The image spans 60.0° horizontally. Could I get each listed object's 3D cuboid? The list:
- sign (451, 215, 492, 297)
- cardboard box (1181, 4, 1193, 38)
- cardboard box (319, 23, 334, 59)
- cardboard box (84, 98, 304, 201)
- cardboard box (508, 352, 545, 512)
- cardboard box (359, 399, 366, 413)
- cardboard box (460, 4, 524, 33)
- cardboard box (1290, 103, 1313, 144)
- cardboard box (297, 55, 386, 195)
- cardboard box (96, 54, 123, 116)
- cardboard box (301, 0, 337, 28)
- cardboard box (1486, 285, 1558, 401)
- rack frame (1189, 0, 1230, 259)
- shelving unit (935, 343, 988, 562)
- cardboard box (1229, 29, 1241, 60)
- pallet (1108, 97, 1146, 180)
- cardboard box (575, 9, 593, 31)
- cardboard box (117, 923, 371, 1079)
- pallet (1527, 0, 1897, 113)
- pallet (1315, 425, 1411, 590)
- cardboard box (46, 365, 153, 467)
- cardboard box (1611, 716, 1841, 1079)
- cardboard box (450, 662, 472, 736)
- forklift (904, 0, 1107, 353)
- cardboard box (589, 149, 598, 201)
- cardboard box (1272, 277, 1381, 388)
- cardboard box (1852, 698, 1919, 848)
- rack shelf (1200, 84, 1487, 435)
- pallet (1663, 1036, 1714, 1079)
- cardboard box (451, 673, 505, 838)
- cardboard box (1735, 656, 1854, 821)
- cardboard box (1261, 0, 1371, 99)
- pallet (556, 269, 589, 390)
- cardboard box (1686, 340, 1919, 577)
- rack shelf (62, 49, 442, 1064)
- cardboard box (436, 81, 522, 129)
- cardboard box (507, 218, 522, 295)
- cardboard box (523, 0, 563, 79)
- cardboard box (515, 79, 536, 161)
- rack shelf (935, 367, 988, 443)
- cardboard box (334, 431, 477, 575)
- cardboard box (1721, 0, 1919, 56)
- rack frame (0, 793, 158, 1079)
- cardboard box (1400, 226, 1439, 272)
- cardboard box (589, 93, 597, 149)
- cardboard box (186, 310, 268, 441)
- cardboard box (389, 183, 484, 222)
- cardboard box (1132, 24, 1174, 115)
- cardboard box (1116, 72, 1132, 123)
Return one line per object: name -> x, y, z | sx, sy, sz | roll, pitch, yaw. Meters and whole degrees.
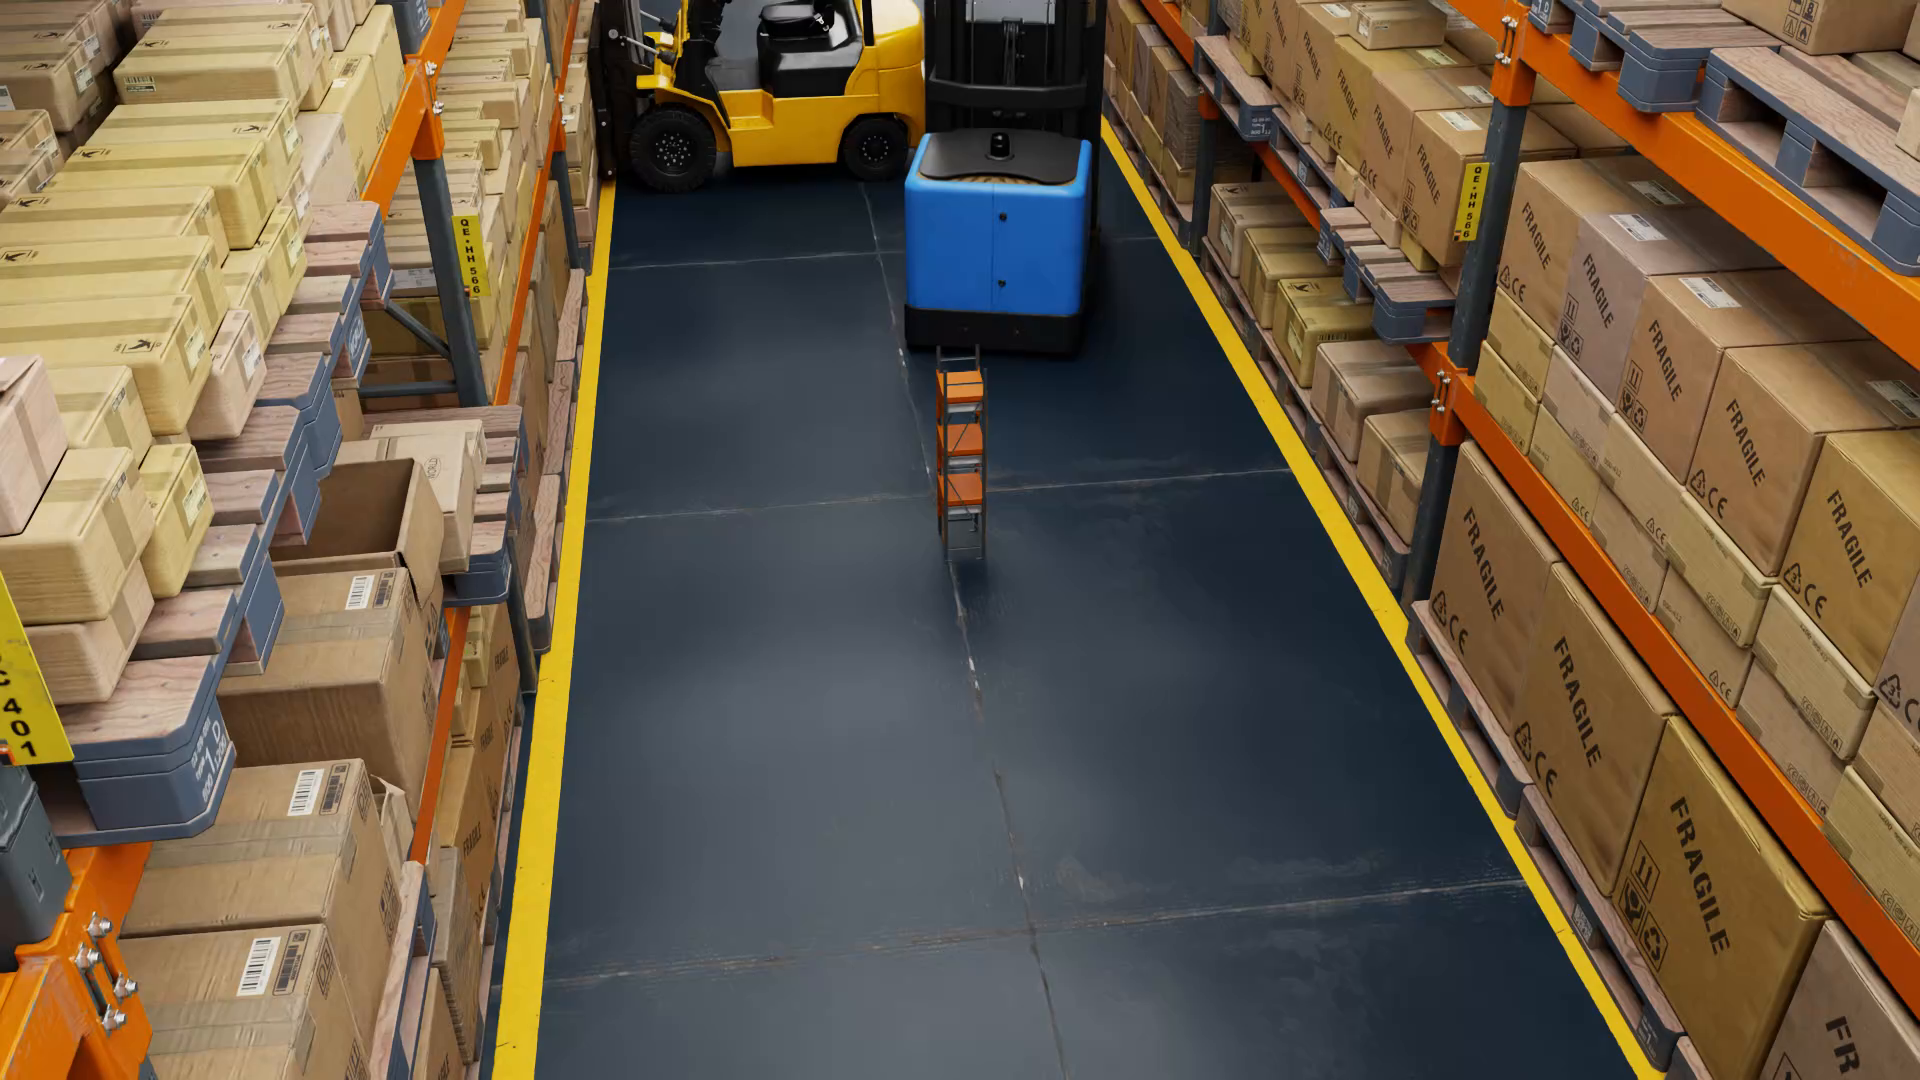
sign -> -1.816, -1.052, 6.172 | 0.100, 0.325, 0.005 | -4, 35, -6
cardboard box -> 1.642, -3.361, 10.742 | 0.380, 0.149, 0.250 | -4, 34, -5
cardboard box -> -2.040, -1.428, 4.797 | 0.380, 0.149, 0.250 | -4, 34, -5
cardboard box -> -1.685, -0.856, 3.676 | 0.380, 0.149, 0.250 | -4, 34, -6
cardboard box -> -2.518, -0.465, 8.005 | 0.875, 0.625, 0.625 | -3, 34, -5
cardboard box -> -2.666, -0.729, 6.790 | 0.500, 0.250, 0.500 | -5, 35, -7
cardboard box -> -2.571, -2.785, 9.008 | 0.380, 0.149, 0.250 | -5, 35, -7
cardboard box -> 1.937, -2.178, 8.633 | 0.380, 0.149, 0.250 | -3, 34, -5
cardboard box -> -1.974, -1.189, 4.801 | 0.500, 0.250, 0.500 | -4, 35, -6
cardboard box -> -2.510, -1.250, 4.536 | 0.380, 0.149, 0.250 | -5, 35, -7
cardboard box -> -1.996, -1.557, 4.722 | 0.380, 0.149, 0.250 | -5, 35, -8
cardboard box -> 2.389, -0.781, 6.422 | 0.500, 0.250, 0.500 | -5, 35, -7
rack frame -> 2.028, -3.170, 10.238 | 1.000, 3.000, 0.127 | -4, 35, -6
shelving unit -> 0.007, -0.404, 7.911 | 0.215, 1.050, 0.252 | -4, 35, -6
cardboard box -> 1.789, -2.907, 9.703 | 0.380, 0.149, 0.250 | -4, 34, -6
pallet -> 1.735, -3.072, 12.571 | 1.003, 0.211, 1.213 | -4, 35, -6
cardboard box -> -2.905, -3.676, 12.161 | 0.500, 0.250, 0.500 | -4, 34, -6
cardboard box -> -1.658, 1.170, 3.407 | 0.700, 0.500, 0.500 | -4, 34, -5
pallet -> 2.705, -1.744, 5.650 | 1.213, 0.211, 1.003 | -3, 34, -4
pallet -> 2.462, -0.222, 8.388 | 1.003, 0.211, 1.213 | -4, 35, -6
cardboard box -> -1.526, -0.145, 2.632 | 0.380, 0.149, 0.250 | -4, 34, -6
cardboard box -> 2.812, 1.155, 5.405 | 0.875, 0.875, 0.875 | -3, 34, -5
cardboard box -> -1.976, 0.588, 5.994 | 0.380, 0.149, 0.250 | -5, 35, -8
forklift -> 0.358, -3.118, 10.223 | 1.130, 2.935, 3.031 | 4, 34, 6
cardboard box -> -2.711, -2.407, 11.187 | 0.500, 0.250, 0.500 | -5, 35, -7
cardboard box -> 2.296, -1.176, 9.273 | 0.950, 0.372, 0.625 | -3, 34, -5
cardboard box -> 2.729, 0.644, 4.331 | 0.500, 0.250, 0.500 | -4, 34, -5
rack shelf -> 2.297, -1.757, 8.803 | 1.077, 0.370, 4.000 | -4, 35, -6
pallet -> 2.925, 2.022, 5.096 | 1.003, 0.211, 1.213 | -4, 35, -6
cardboard box -> -2.025, 0.799, 6.260 | 0.500, 0.500, 0.500 | -5, 35, -7
cardboard box -> 2.677, 0.558, 4.901 | 0.500, 0.250, 0.500 | -5, 35, -8
cardboard box -> 1.928, -2.668, 8.776 | 0.500, 0.500, 0.500 | -5, 35, -7
pallet -> -2.752, -1.232, 9.870 | 1.003, 0.211, 1.213 | -4, 35, -6
cardboard box -> 2.585, -0.251, 4.978 | 0.500, 0.500, 0.500 | -4, 34, -6
rack shelf -> -2.083, -0.386, 4.128 | 1.077, 0.370, 4.000 | -4, 35, -6
cardboard box -> -2.310, -2.075, 7.966 | 0.380, 0.149, 0.250 | -5, 35, -8
cardboard box -> -2.309, -1.332, 7.674 | 0.500, 0.250, 0.500 | -5, 35, -8
cardboard box -> -2.691, -3.101, 10.048 | 0.500, 0.500, 0.500 | -5, 35, -8
cardboard box -> -2.431, -2.110, 8.372 | 0.500, 0.250, 0.500 | -4, 34, -5
rack shelf -> 0.007, -0.630, 7.757 | 0.215, 0.259, 0.240 | -4, 35, -6
cardboard box -> -1.889, -0.107, 5.504 | 0.500, 0.250, 0.500 | -6, 35, -9
cardboard box -> 2.887, -1.854, 5.182 | 0.700, 0.500, 0.500 | -6, 35, -9
rack frame -> -1.814, 1.672, 3.133 | 1.000, 3.000, 0.127 | -4, 35, -6
cardboard box -> 2.181, -1.317, 7.369 | 0.380, 0.149, 0.250 | -4, 34, -6
cardboard box -> -2.775, -2.892, 11.454 | 0.500, 0.250, 0.500 | -5, 35, -7
cardboard box -> -1.541, -0.304, 3.130 | 0.380, 0.149, 0.250 | -4, 34, -6
cardboard box -> -2.200, -1.360, 6.917 | 0.380, 0.149, 0.250 | -3, 34, -5
cardboard box -> 1.543, -3.395, 11.972 | 0.500, 0.500, 0.500 | -3, 34, -4
cardboard box -> 1.472, -3.380, 12.614 | 0.500, 0.250, 0.500 | -2, 34, -3
